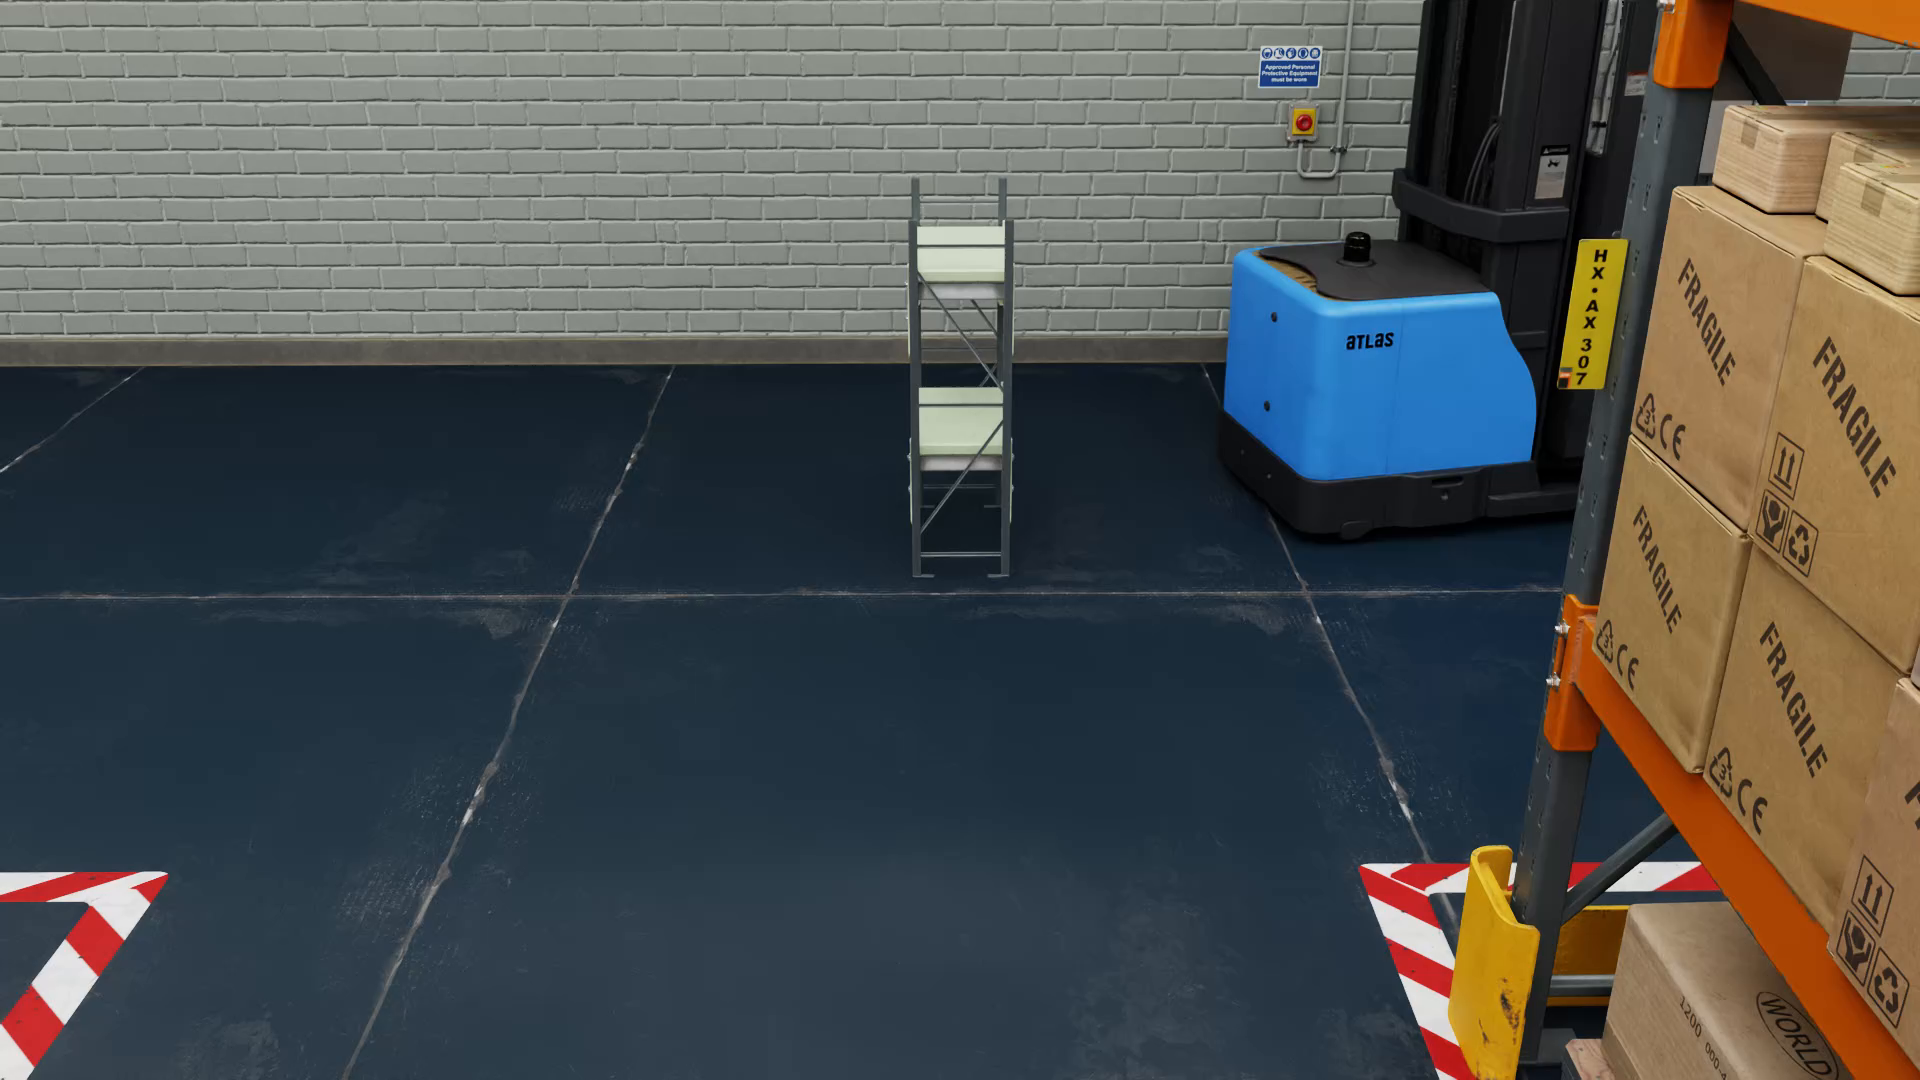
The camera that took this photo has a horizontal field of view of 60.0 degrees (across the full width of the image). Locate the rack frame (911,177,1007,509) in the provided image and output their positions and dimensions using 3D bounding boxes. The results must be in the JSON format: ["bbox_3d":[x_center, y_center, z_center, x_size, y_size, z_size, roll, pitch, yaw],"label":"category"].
[{"bbox_3d":[-0.004,-0.831,7.268,0.400,1.500,0.023,0,24,-1],"label":"rack frame"}]

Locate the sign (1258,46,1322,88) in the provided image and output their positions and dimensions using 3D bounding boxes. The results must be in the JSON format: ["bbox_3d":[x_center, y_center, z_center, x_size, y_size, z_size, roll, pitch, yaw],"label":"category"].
[{"bbox_3d":[1.755,-2.515,8.843,0.327,0.218,0.001,0,24,-1],"label":"sign"}]

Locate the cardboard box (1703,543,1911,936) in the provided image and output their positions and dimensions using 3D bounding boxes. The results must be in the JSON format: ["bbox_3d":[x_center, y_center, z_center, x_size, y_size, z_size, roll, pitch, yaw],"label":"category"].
[{"bbox_3d":[1.641,0.318,2.785,0.500,0.500,0.500,-1,24,-1],"label":"cardboard box"}]

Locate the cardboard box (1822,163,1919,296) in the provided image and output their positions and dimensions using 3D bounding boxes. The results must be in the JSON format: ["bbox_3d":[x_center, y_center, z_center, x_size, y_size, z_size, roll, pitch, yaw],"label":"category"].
[{"bbox_3d":[1.578,-0.477,2.544,0.380,0.149,0.250,0,24,1],"label":"cardboard box"}]

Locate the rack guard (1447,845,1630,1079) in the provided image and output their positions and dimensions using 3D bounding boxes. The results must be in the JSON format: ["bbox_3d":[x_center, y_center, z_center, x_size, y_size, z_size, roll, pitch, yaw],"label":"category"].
[{"bbox_3d":[1.889,1.086,4.243,1.175,0.500,0.348,0,24,-1],"label":"rack guard"}]

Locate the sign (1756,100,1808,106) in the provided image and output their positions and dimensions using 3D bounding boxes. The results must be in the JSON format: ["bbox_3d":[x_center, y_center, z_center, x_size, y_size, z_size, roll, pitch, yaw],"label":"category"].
[{"bbox_3d":[4.398,-2.360,8.944,0.329,0.494,0.001,0,24,-1],"label":"sign"}]

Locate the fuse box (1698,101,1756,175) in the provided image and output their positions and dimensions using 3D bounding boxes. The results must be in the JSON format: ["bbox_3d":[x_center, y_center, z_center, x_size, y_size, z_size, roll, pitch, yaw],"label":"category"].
[{"bbox_3d":[3.906,-1.729,8.997,0.539,1.711,0.414,0,24,-1],"label":"fuse box"}]

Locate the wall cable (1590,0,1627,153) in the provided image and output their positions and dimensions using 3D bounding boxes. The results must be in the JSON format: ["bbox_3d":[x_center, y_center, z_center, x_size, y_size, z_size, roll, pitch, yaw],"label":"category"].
[{"bbox_3d":[3.222,-2.841,8.659,0.588,1.984,0.122,0,24,-1],"label":"wall cable"}]

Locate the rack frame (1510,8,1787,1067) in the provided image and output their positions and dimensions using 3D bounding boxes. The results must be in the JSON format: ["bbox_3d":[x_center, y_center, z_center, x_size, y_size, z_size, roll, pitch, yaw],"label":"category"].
[{"bbox_3d":[1.889,-0.043,3.706,1.000,3.000,0.127,0,24,-1],"label":"rack frame"}]

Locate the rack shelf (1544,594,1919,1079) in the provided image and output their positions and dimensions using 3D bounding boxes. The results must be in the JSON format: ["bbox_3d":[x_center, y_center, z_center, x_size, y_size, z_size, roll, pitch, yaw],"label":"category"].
[{"bbox_3d":[1.911,1.108,2.032,1.077,0.370,4.000,0,24,-1],"label":"rack shelf"}]

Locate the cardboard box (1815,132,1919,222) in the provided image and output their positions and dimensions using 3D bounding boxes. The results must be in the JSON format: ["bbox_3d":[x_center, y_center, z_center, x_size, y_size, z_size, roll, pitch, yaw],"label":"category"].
[{"bbox_3d":[1.690,-0.585,2.782,0.380,0.149,0.250,0,24,1],"label":"cardboard box"}]

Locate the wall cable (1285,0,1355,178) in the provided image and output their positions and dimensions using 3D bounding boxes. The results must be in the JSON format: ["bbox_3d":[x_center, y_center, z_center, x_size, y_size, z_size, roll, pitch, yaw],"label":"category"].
[{"bbox_3d":[1.804,-2.844,8.627,0.585,1.953,0.123,0,24,-1],"label":"wall cable"}]

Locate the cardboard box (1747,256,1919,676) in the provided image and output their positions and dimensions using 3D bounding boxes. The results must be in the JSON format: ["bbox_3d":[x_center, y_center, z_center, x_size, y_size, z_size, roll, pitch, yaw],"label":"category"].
[{"bbox_3d":[1.622,-0.133,2.569,0.500,0.500,0.500,-1,24,-2],"label":"cardboard box"}]

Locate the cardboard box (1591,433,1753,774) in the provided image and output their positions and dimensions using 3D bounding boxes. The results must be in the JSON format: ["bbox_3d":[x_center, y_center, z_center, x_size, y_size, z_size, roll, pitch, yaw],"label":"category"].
[{"bbox_3d":[1.607,0.110,3.245,0.500,0.500,0.500,0,24,-1],"label":"cardboard box"}]

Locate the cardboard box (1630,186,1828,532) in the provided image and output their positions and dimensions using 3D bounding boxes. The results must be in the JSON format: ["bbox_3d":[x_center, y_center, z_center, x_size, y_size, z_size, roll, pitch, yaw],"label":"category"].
[{"bbox_3d":[1.609,-0.346,3.039,0.500,0.500,0.500,-1,24,-2],"label":"cardboard box"}]

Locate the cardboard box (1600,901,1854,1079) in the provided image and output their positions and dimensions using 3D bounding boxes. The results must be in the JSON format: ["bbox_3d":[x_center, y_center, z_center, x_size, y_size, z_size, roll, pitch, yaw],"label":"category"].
[{"bbox_3d":[1.996,1.204,3.547,0.875,0.438,0.875,-1,24,-2],"label":"cardboard box"}]

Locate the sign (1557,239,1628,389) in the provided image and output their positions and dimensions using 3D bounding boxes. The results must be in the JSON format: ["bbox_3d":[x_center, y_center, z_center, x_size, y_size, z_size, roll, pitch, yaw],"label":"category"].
[{"bbox_3d":[1.334,-0.474,3.511,0.100,0.325,0.005,0,24,-1],"label":"sign"}]

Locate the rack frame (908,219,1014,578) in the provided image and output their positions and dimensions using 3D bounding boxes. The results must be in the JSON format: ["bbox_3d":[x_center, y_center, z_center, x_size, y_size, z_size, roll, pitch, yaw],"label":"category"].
[{"bbox_3d":[0.004,-0.530,6.601,0.400,1.500,0.023,0,24,-1],"label":"rack frame"}]

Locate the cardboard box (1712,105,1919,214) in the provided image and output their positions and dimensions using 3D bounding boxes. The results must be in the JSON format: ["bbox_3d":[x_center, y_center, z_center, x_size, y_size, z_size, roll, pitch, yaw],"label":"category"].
[{"bbox_3d":[1.616,-0.693,3.020,0.380,0.149,0.250,0,24,1],"label":"cardboard box"}]

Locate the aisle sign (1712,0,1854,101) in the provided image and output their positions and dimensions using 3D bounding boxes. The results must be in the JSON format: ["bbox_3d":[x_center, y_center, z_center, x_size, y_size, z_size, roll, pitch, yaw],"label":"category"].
[{"bbox_3d":[1.598,-1.256,3.233,0.394,0.787,0.004,0,24,-1],"label":"aisle sign"}]

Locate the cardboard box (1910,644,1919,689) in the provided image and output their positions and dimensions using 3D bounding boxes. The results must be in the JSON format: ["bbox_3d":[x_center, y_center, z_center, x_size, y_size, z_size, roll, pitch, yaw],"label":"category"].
[{"bbox_3d":[1.635,0.079,2.100,0.500,0.500,0.500,0,24,-1],"label":"cardboard box"}]

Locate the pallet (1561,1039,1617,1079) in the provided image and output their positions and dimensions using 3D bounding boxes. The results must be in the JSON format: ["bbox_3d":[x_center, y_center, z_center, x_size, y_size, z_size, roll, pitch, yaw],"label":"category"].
[{"bbox_3d":[1.976,1.556,3.553,1.003,0.211,1.213,0,24,-1],"label":"pallet"}]

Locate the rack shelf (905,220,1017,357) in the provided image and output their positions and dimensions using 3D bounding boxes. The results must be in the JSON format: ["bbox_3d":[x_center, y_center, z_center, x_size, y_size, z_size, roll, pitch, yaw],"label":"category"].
[{"bbox_3d":[0.000,-1.036,6.774,0.431,0.370,0.720,0,24,-1],"label":"rack shelf"}]

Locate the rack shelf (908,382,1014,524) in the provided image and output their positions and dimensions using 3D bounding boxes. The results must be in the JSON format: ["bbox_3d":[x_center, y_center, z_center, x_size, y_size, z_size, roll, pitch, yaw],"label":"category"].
[{"bbox_3d":[0.000,-0.384,7.069,0.431,0.370,0.720,0,24,-1],"label":"rack shelf"}]

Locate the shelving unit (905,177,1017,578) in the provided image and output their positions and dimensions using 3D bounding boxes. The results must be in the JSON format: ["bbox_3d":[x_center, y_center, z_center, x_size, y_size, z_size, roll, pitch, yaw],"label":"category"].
[{"bbox_3d":[0.000,-0.681,6.935,0.431,1.500,0.755,0,24,-1],"label":"shelving unit"}]

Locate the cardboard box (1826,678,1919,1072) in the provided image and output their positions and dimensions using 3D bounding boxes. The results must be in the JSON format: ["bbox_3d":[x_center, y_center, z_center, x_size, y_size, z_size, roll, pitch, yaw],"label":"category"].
[{"bbox_3d":[1.628,0.528,2.321,0.500,0.500,0.500,0,24,-1],"label":"cardboard box"}]

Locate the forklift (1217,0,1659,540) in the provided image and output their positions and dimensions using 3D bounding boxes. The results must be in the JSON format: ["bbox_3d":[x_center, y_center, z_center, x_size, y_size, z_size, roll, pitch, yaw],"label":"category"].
[{"bbox_3d":[2.806,-1.646,7.333,3.031,2.935,1.130,-6,25,-13],"label":"forklift"}]

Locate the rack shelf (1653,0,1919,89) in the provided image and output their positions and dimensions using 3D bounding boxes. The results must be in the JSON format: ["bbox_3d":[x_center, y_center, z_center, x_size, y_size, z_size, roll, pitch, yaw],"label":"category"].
[{"bbox_3d":[1.911,-0.258,1.414,1.077,0.370,4.000,0,24,-1],"label":"rack shelf"}]
